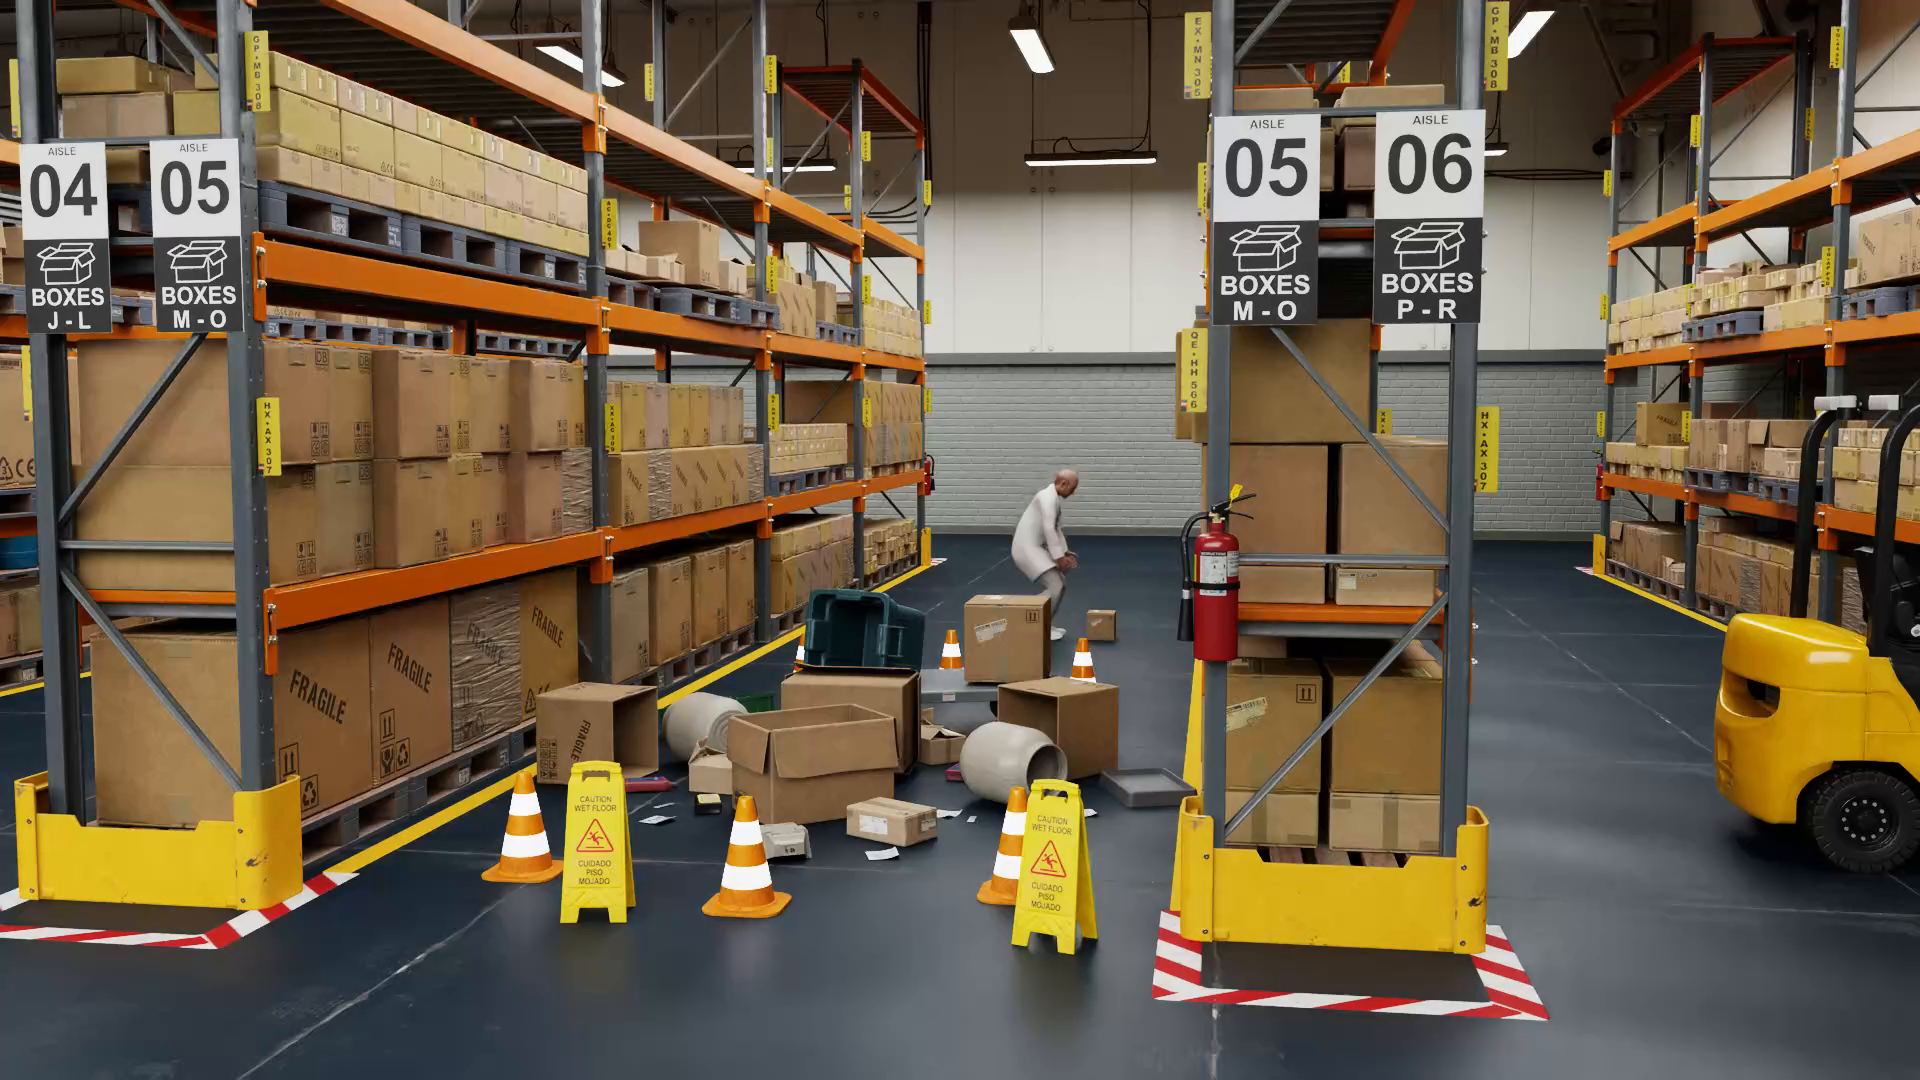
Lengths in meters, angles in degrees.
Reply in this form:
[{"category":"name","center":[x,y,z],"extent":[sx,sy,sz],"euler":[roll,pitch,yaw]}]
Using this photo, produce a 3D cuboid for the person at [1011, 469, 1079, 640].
[{"category":"person","center":[0.786,0.126,15.388],"extent":[0.612,1.564,0.624],"euler":[1,4,9]}]
